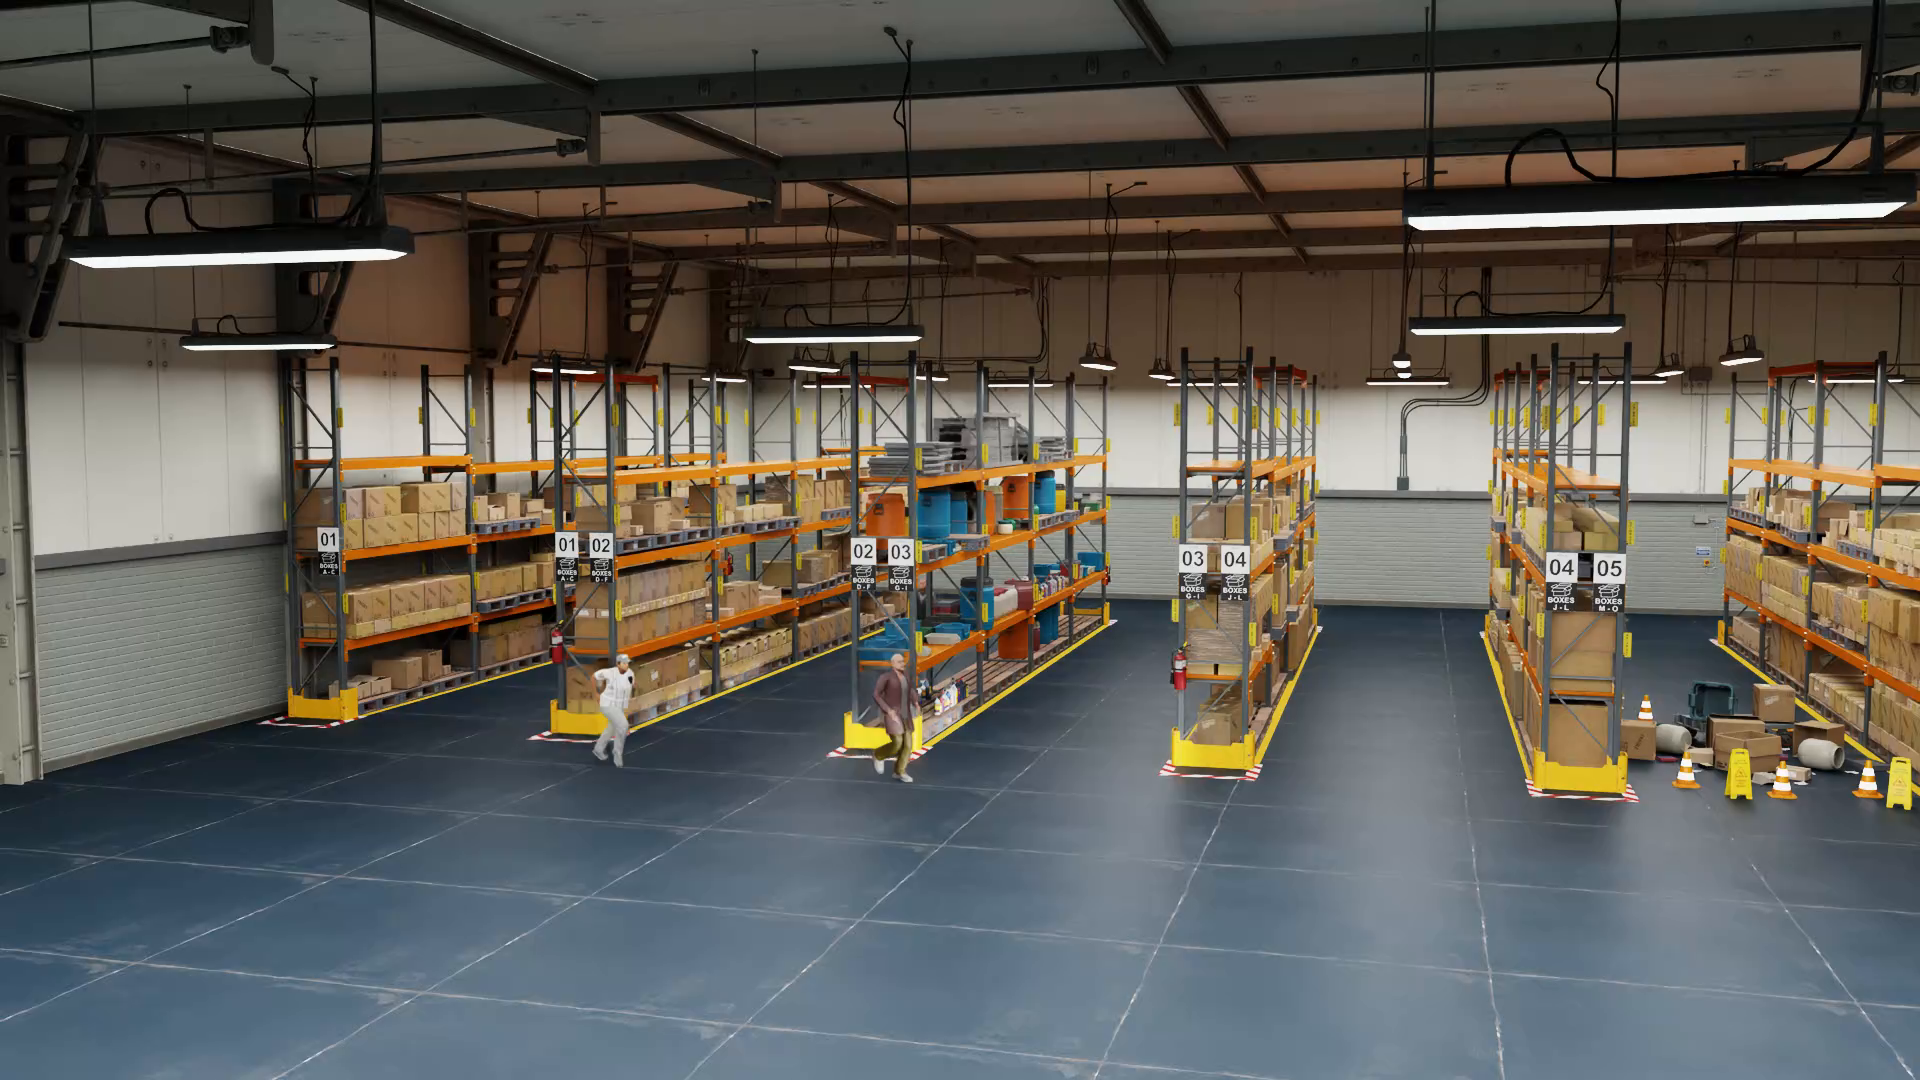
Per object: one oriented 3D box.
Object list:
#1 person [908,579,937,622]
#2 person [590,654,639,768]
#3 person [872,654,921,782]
[{"bbox_3d":[-0.771,1.651,34.334,0.658,1.676,0.583,0,4,7],"label":"person"},{"bbox_3d":[-4.996,2.435,23.972,0.895,1.639,0.596,3,5,32],"label":"person"},{"bbox_3d":[-0.893,2.445,23.061,0.737,1.758,0.696,-4,6,-43],"label":"person"}]
